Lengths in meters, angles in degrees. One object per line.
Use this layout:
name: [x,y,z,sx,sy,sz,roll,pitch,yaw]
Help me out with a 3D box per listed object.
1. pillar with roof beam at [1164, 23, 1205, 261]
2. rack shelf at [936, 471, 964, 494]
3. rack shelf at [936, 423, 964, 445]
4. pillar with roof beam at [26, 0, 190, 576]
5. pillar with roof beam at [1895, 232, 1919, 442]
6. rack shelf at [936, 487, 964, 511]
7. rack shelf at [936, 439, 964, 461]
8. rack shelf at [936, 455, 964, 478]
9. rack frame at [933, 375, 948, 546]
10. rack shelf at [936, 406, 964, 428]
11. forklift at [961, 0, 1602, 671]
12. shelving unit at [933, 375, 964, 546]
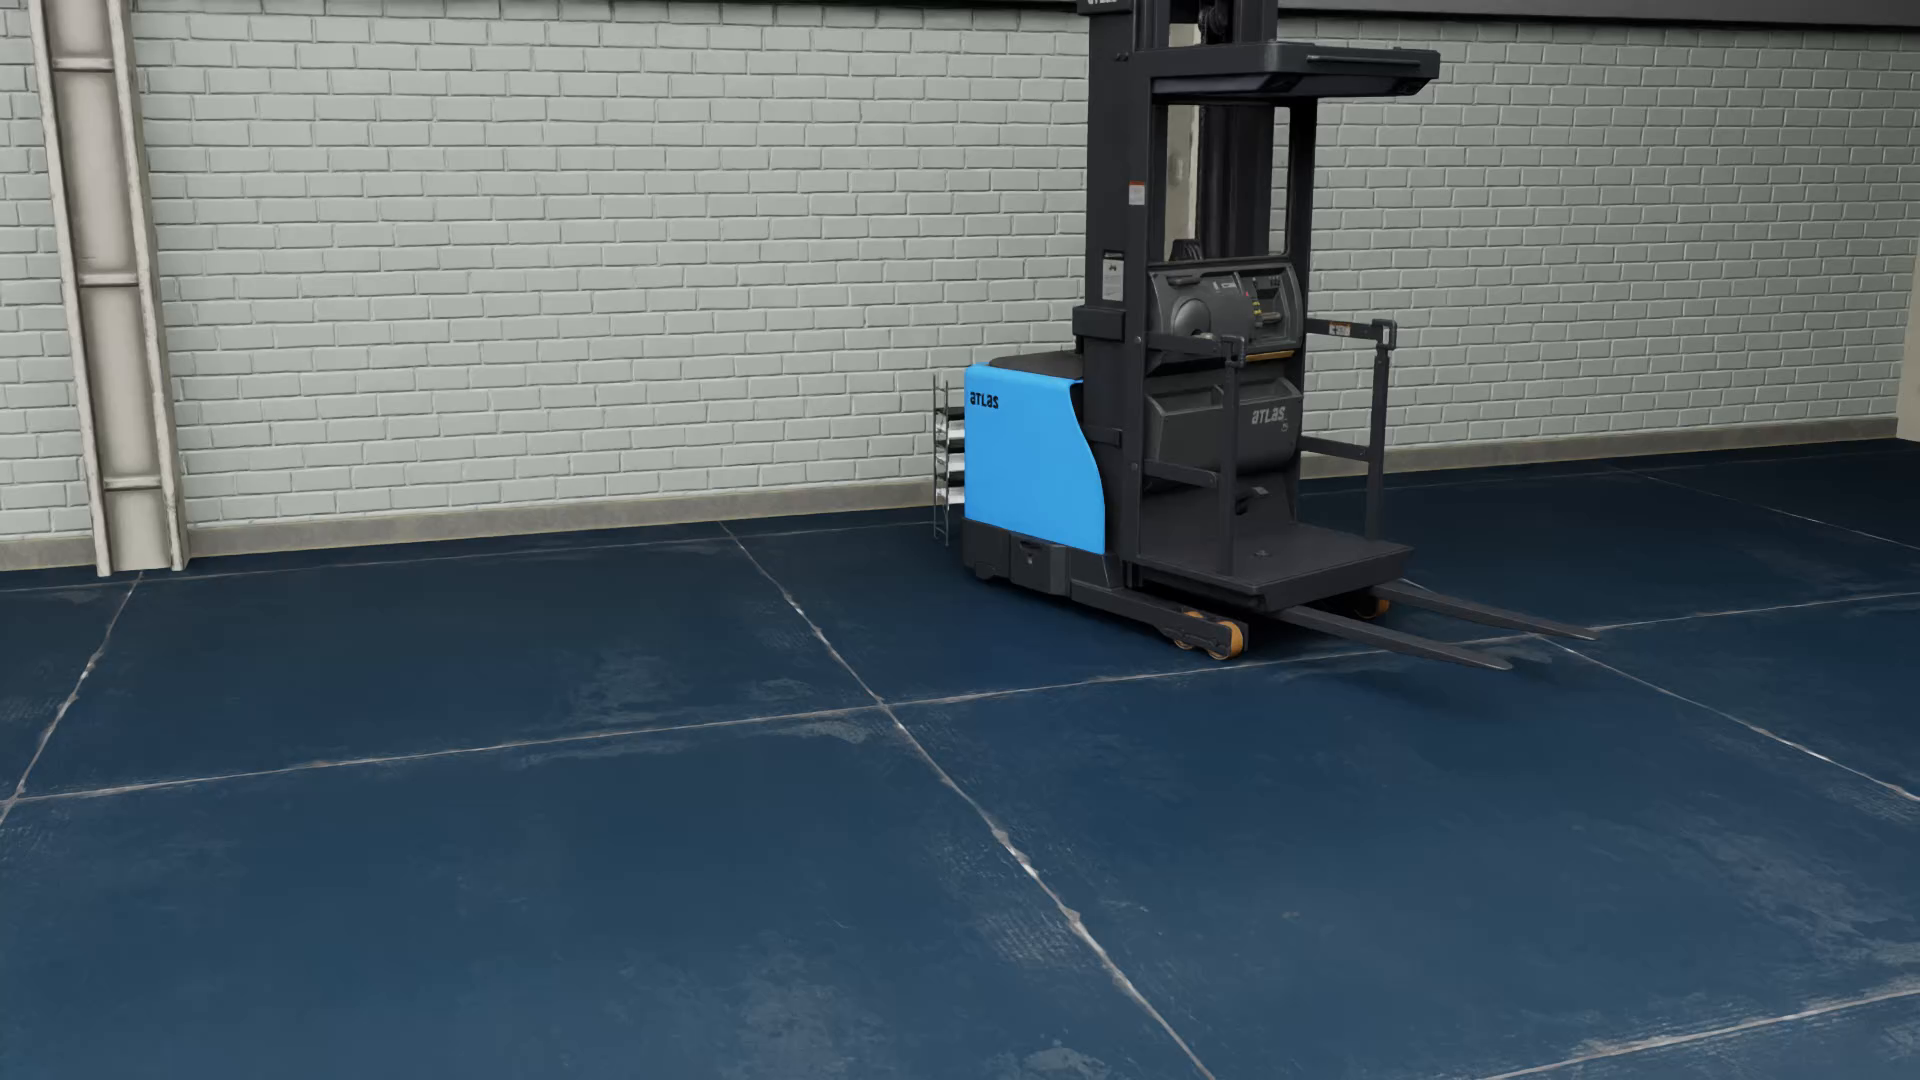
pillar with roof beam: [2.859,-3.741,5.424,0.400,9.000,9.100,-4,14,-18]
rack shelf: [-0.008,-0.317,9.065,0.200,0.077,0.258,-4,14,-18]
rack shelf: [-0.008,-0.580,9.002,0.200,0.077,0.258,-4,14,-18]
pillar with roof beam: [-2.828,-3.298,3.562,0.400,9.000,9.100,-4,14,-18]
pillar with roof beam: [8.545,-4.184,7.286,0.400,9.000,9.100,-4,14,-18]
rack shelf: [-0.008,-0.230,9.085,0.200,0.077,0.258,-4,14,-18]
rack shelf: [-0.008,-0.492,9.023,0.200,0.077,0.258,-4,14,-18]
rack shelf: [-0.008,-0.405,9.044,0.200,0.077,0.258,-4,14,-18]
rack frame: [-0.104,-0.430,9.005,0.006,0.900,0.240,-4,14,-18]
rack shelf: [-0.008,-0.667,8.981,0.200,0.077,0.258,-4,14,-18]
forklift: [1.324,-1.049,7.220,1.130,2.935,3.031,-11,17,-38]
shelving unit: [-0.008,-0.437,9.036,0.210,0.900,0.258,-4,14,-18]
